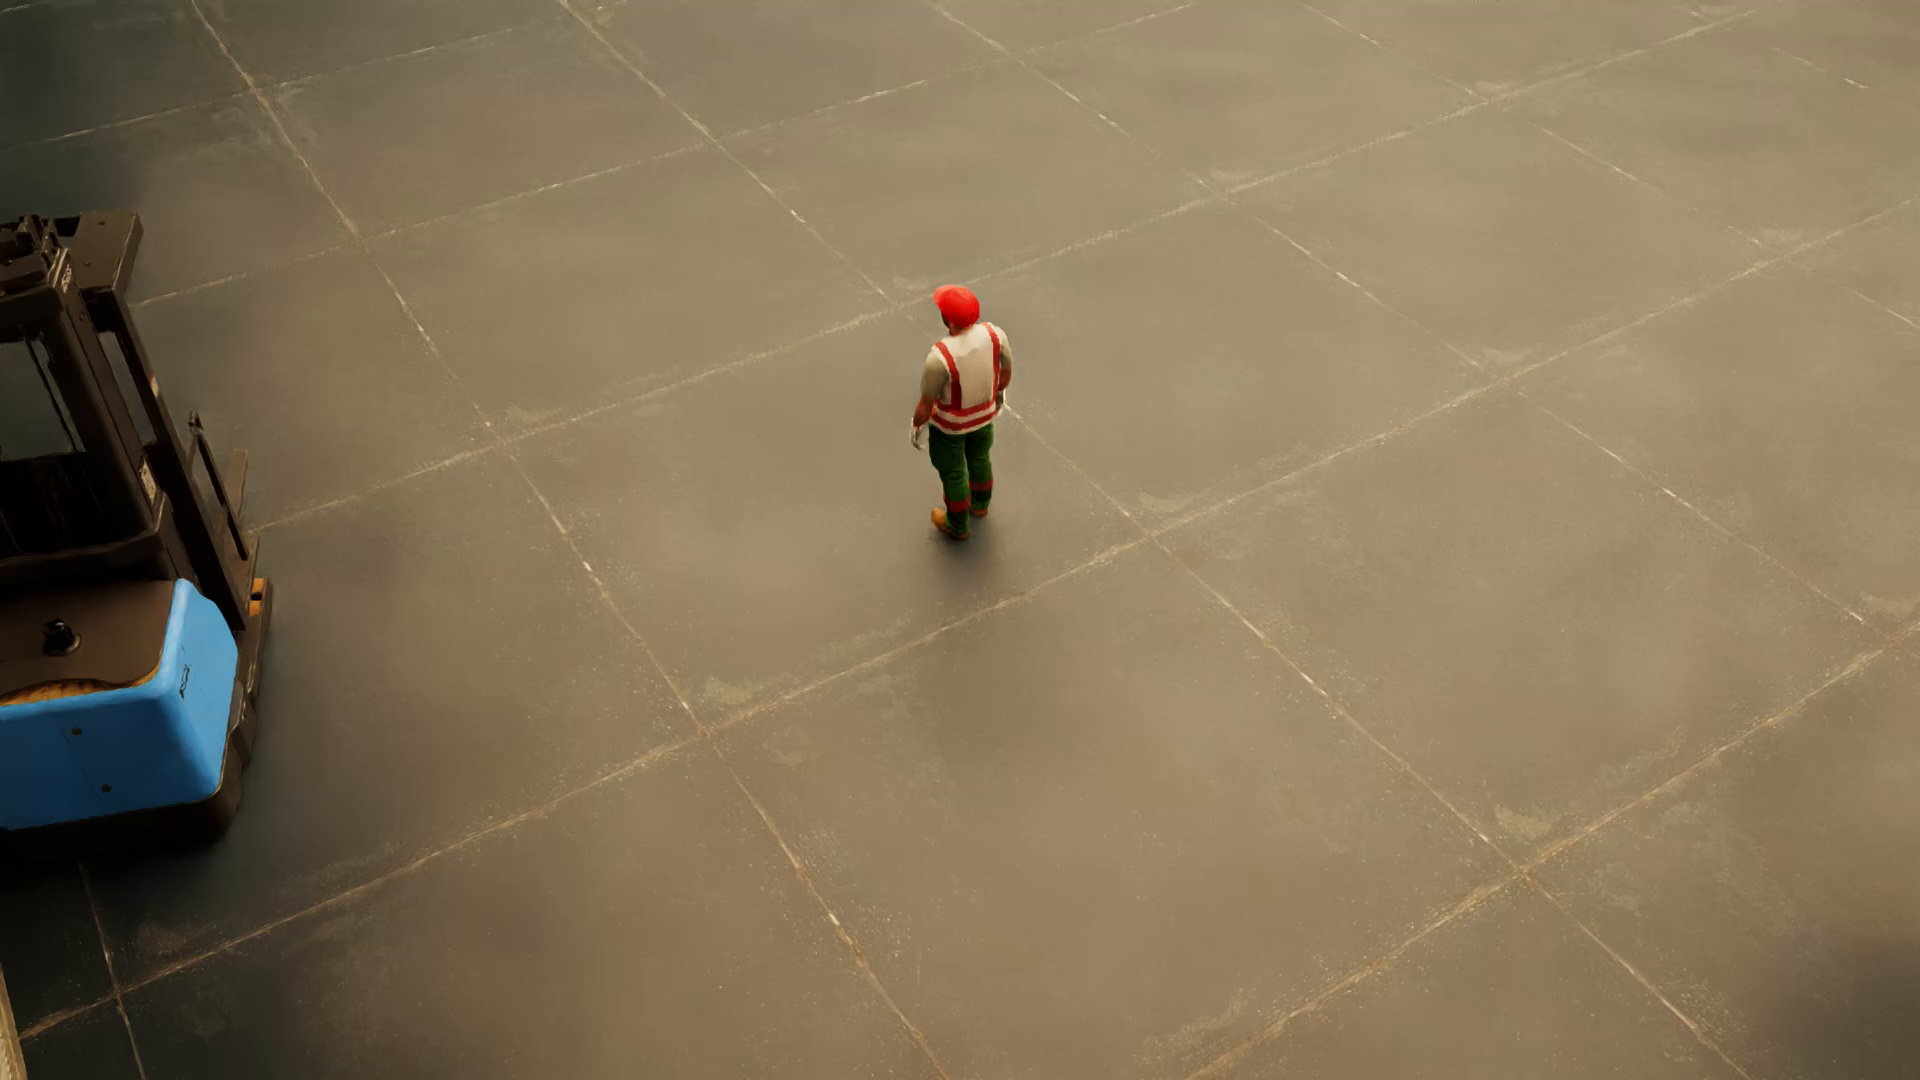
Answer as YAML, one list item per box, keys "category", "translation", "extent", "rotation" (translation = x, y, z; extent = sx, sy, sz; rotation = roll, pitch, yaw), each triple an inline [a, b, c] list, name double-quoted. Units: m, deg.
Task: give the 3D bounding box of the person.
- category: "person"
  translation: [-0.034, -0.757, 9.535]
  extent: [0.637, 1.787, 0.563]
  rotation: [-23, 46, -24]

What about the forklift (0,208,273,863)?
- category: "forklift"
  translation: [-4.480, -0.495, 8.438]
  extent: [1.130, 2.935, 3.031]
  rotation: [-8, 42, -9]
